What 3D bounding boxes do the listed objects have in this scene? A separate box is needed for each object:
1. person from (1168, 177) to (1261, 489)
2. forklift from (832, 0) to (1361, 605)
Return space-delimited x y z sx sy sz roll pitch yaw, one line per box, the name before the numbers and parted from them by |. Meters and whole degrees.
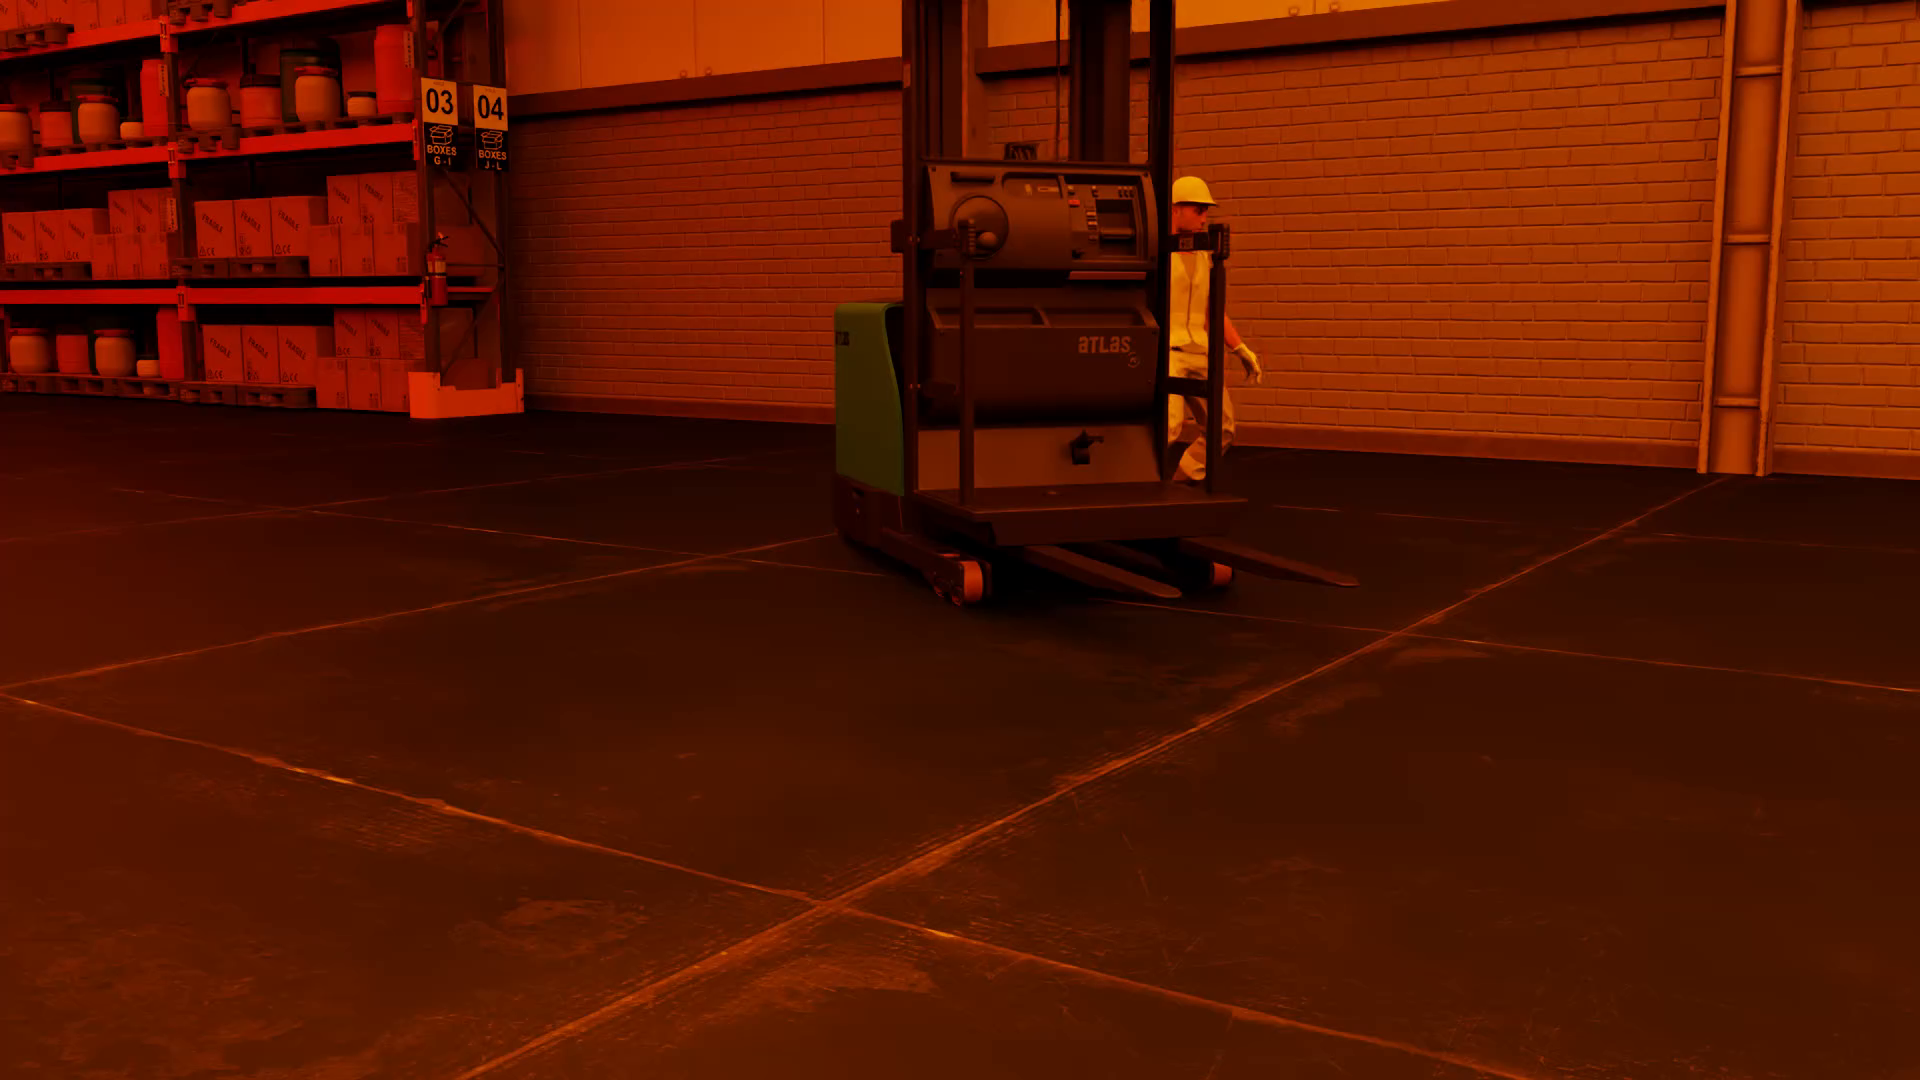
person | 1.039 -0.895 8.013 0.949 1.685 0.556 -6 10 -34
forklift | 0.398 -1.280 6.197 1.130 2.935 3.031 -3 9 -20
